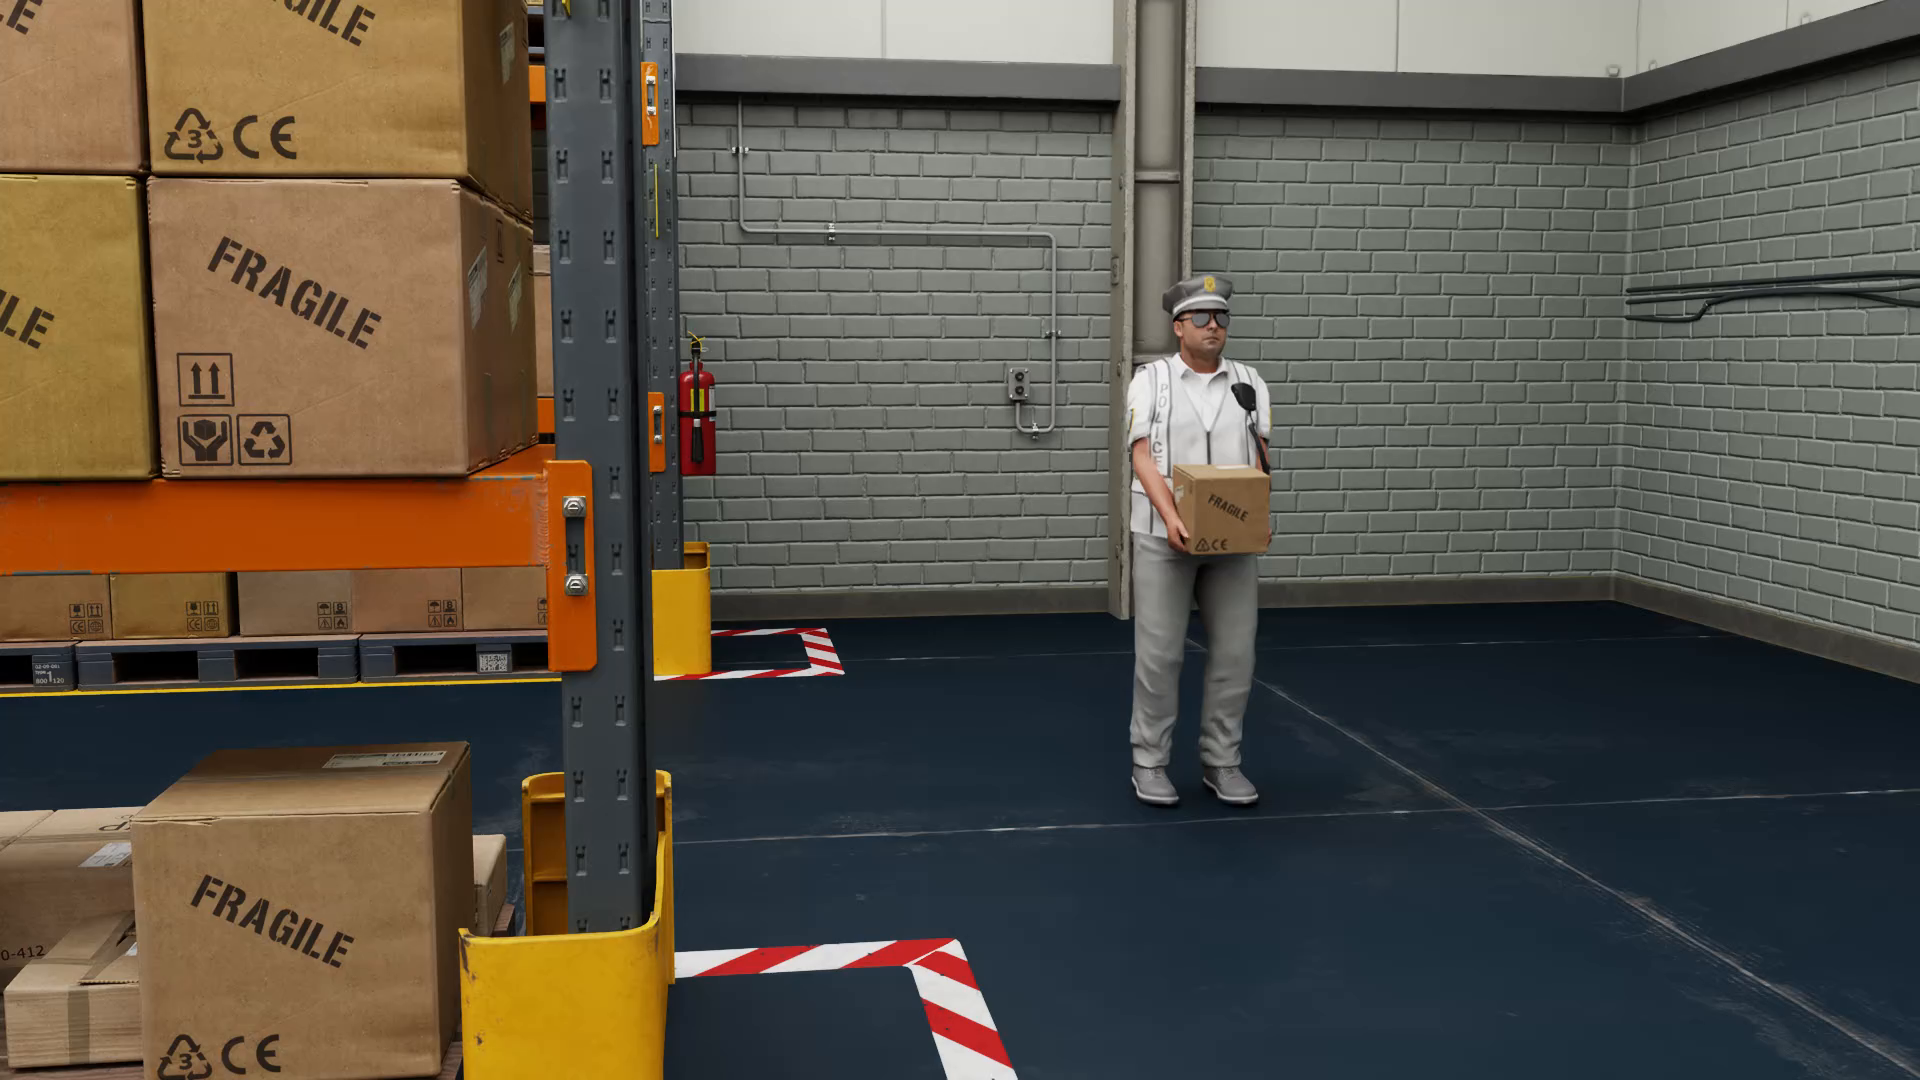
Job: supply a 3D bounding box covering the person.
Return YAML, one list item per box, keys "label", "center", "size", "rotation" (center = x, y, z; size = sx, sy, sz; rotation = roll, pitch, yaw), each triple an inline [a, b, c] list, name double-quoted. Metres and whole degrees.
- label: "person"
  center: [0.827, -0.003, 5.595]
  size: [0.504, 1.772, 0.562]
  rotation: [-1, 7, -9]
